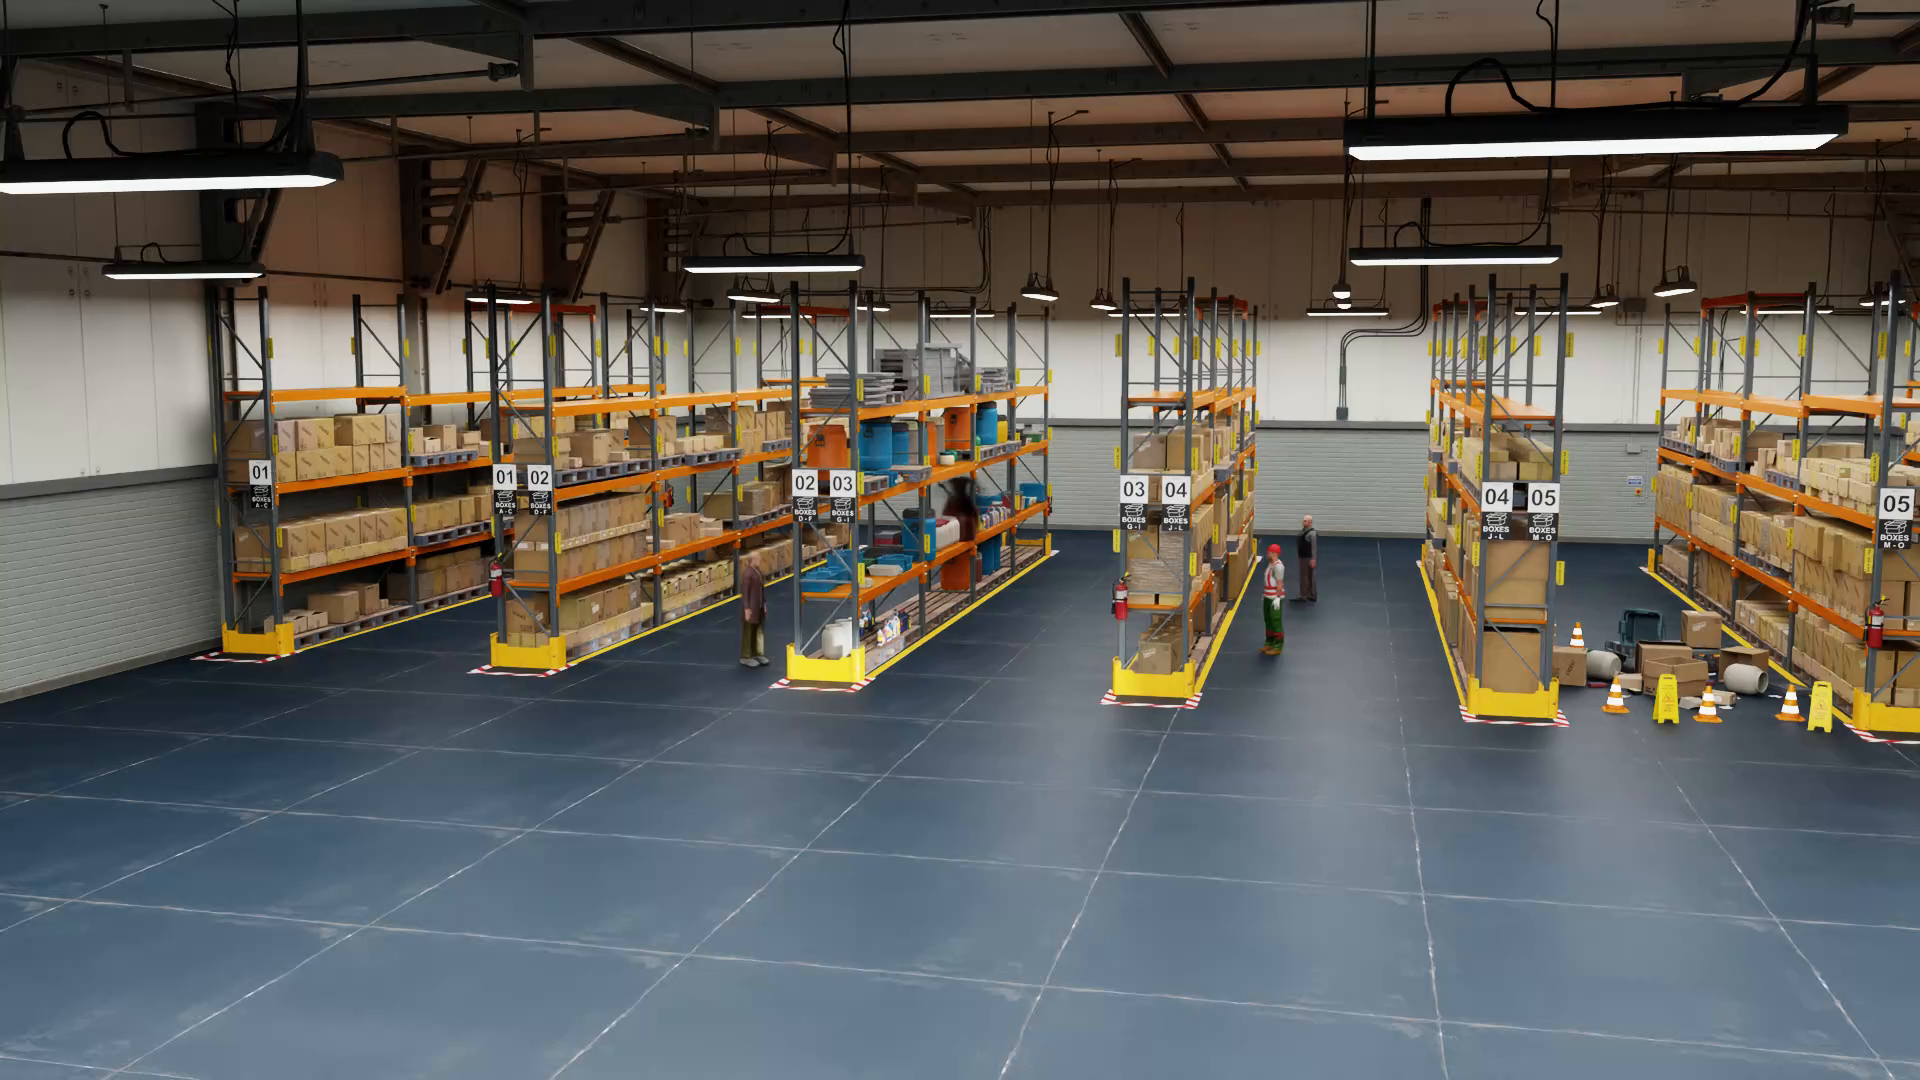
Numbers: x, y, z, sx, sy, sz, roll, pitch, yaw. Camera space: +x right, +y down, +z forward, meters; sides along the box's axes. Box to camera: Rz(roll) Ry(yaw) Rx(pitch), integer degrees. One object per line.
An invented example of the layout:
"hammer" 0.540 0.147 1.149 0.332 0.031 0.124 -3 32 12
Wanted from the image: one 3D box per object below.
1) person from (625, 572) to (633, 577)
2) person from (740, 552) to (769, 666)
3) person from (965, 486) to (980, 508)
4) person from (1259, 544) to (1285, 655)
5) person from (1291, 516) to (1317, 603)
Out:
"person" -6.815 0.269 33.577 0.554 1.790 0.609 -5 8 -38
"person" -3.257 1.082 26.412 0.467 1.799 0.605 2 7 18
"person" 0.397 -0.567 41.716 0.547 1.599 0.798 -1 7 -5
"person" 5.137 0.964 27.361 0.383 1.795 0.582 -2 7 -16
"person" 6.832 0.370 32.943 0.504 1.727 0.524 1 7 10
